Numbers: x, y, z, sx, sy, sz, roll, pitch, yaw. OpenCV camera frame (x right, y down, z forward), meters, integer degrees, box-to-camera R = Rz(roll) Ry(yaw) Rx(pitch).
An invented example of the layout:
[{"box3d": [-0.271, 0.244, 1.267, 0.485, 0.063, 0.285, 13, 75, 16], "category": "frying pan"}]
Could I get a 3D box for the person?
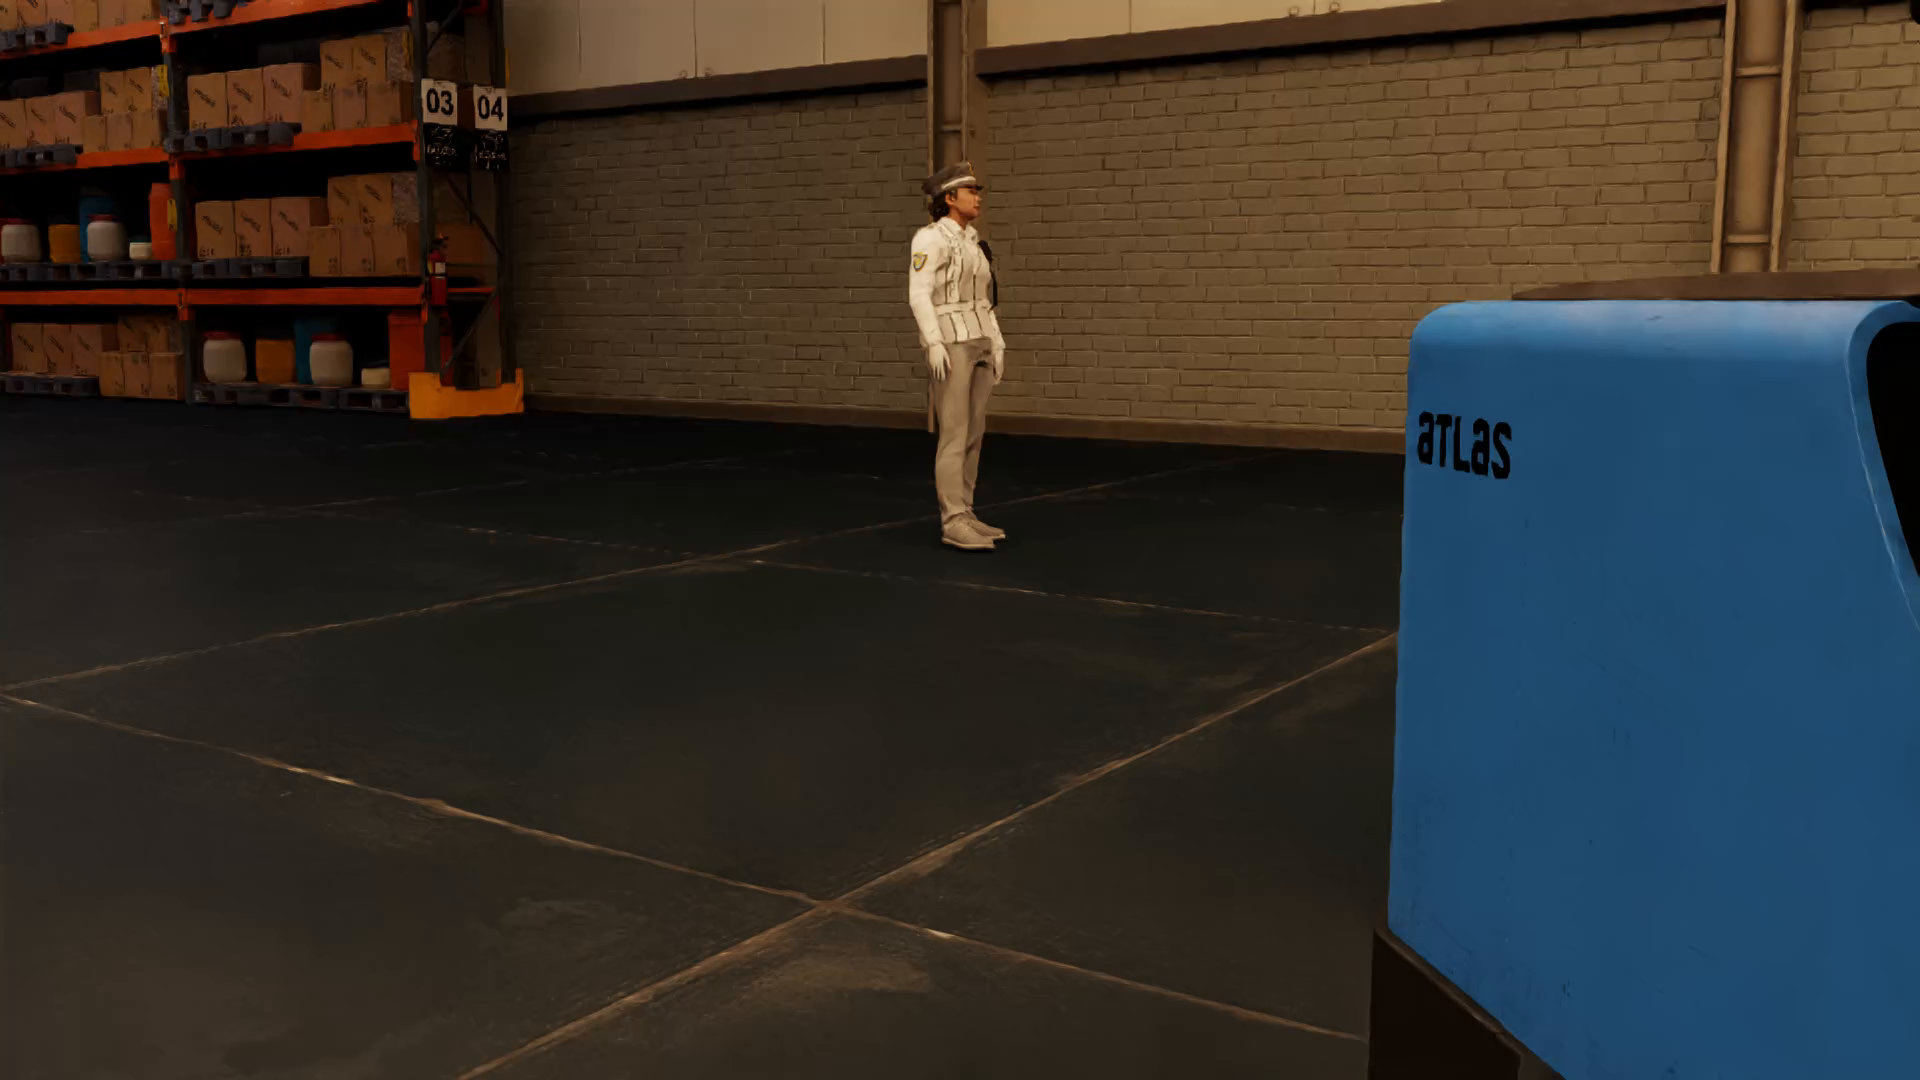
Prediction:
[{"box3d": [0.052, -0.840, 7.440, 0.533, 1.695, 0.586, 5, 10, 34], "category": "person"}]
